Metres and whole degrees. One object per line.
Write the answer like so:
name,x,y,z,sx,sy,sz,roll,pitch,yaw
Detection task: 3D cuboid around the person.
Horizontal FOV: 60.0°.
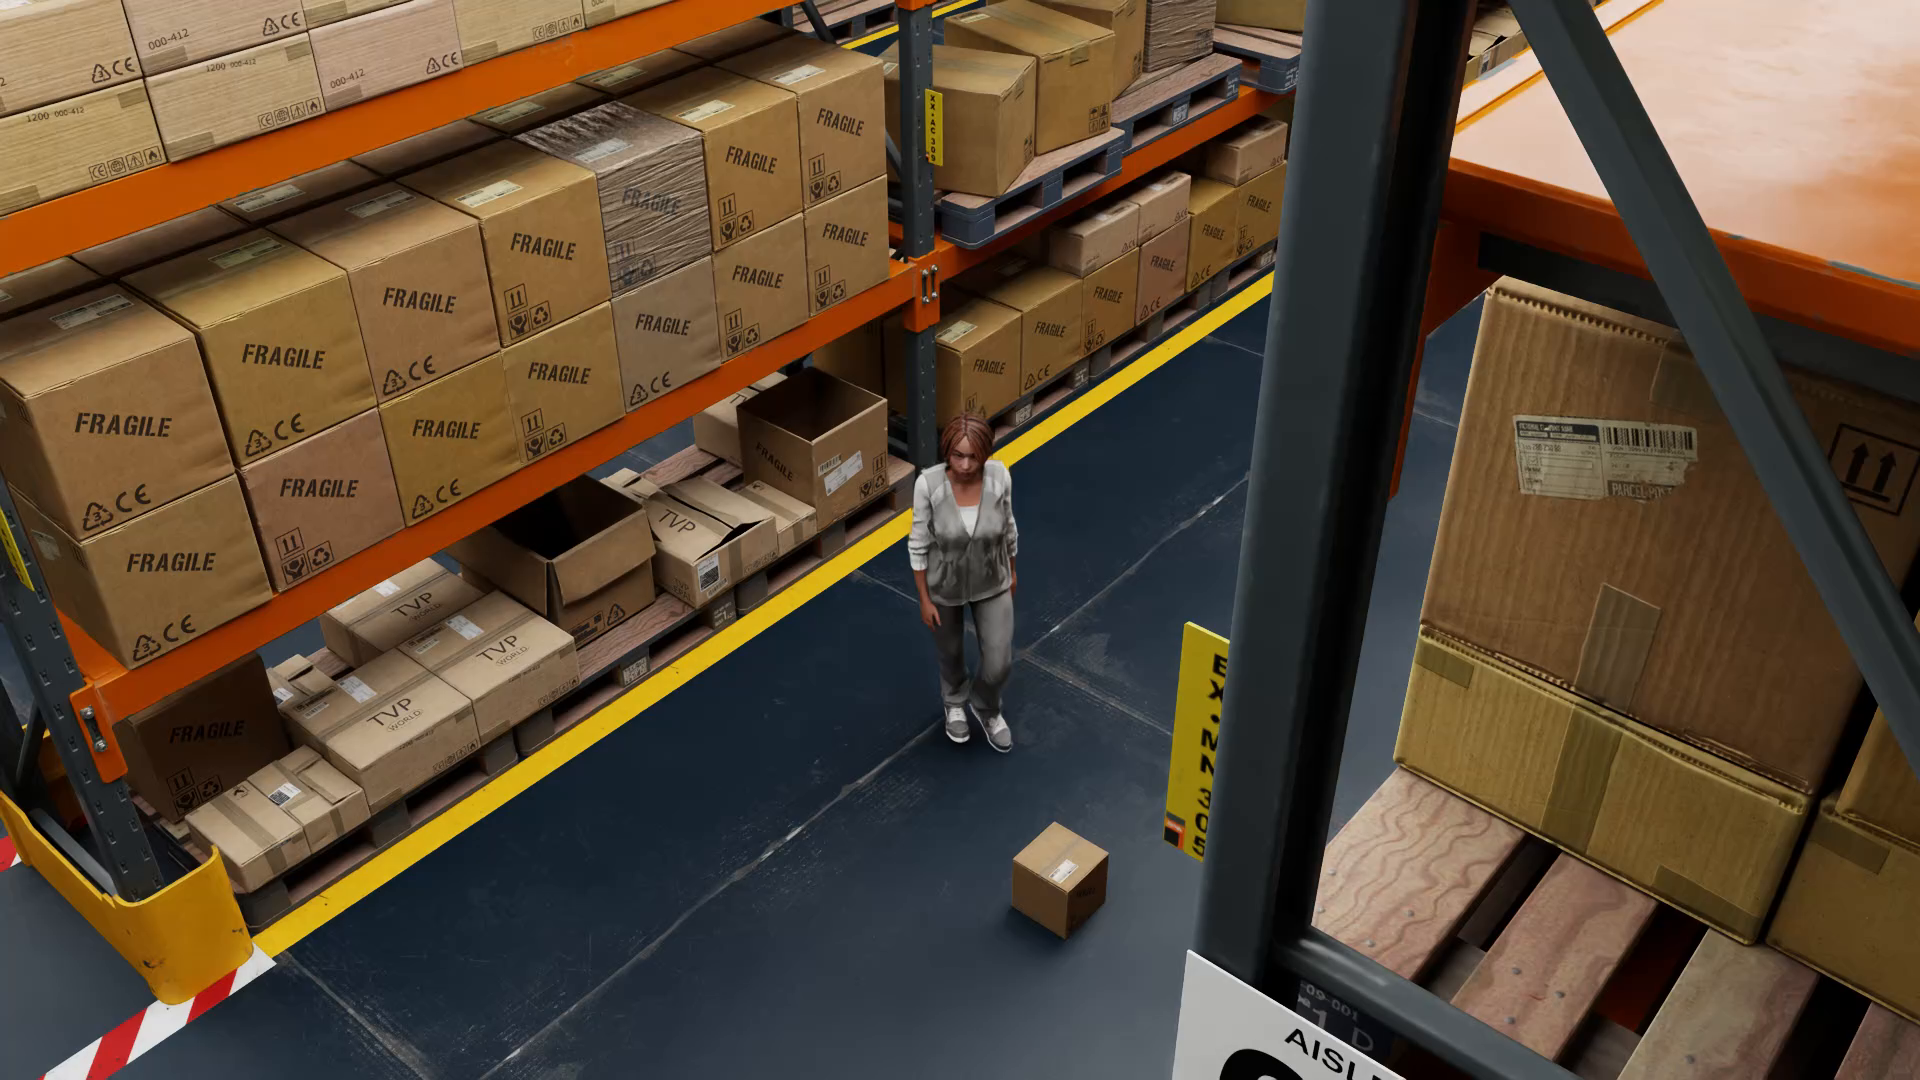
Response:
person,0.014,0.173,6.391,0.428,1.594,0.476,-3,36,-4
